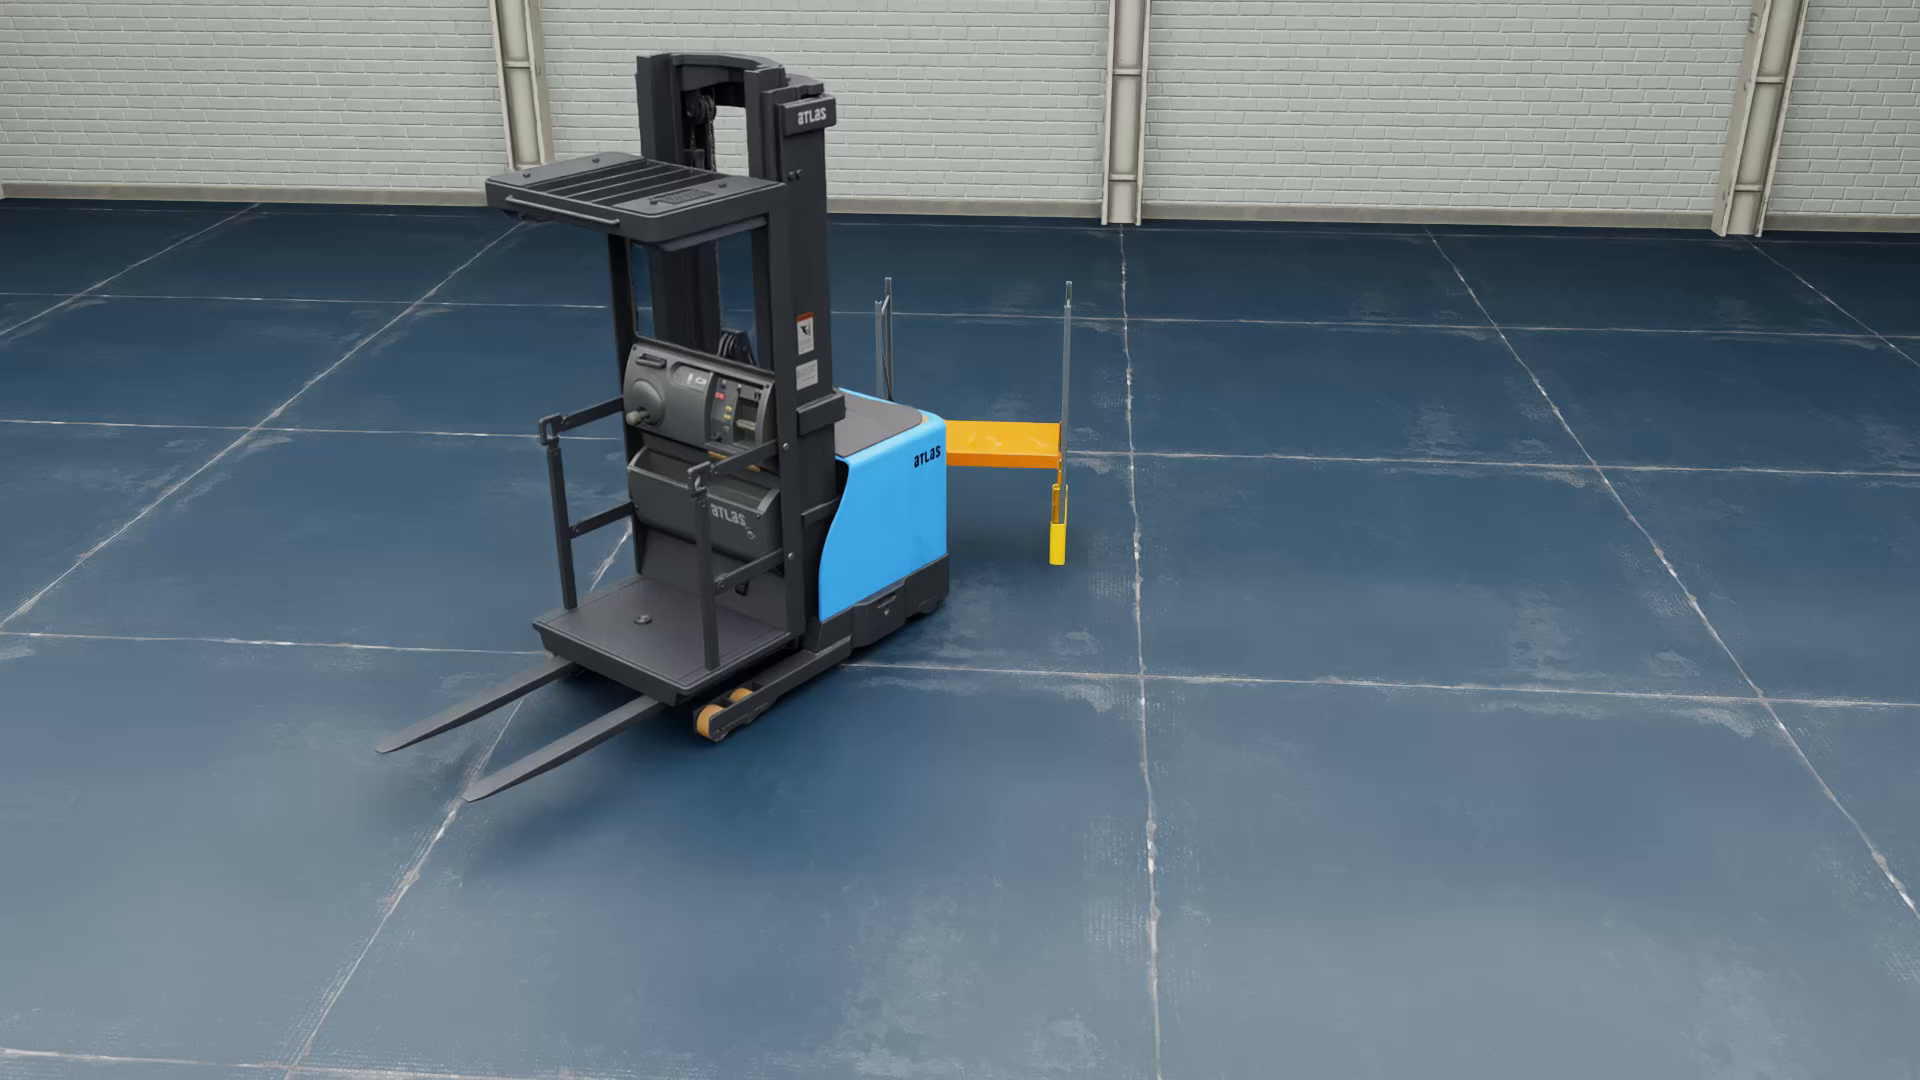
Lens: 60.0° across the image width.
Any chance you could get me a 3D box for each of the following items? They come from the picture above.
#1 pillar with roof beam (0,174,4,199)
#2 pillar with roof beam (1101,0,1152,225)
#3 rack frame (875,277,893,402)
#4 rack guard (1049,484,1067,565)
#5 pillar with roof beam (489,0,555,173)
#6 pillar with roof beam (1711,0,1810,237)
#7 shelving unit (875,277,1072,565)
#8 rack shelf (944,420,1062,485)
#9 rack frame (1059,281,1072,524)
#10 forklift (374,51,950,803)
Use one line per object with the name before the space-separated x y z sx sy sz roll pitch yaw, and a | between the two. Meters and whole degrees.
pillar with roof beam | -10.676 -5.884 11.772 0.400 9.000 9.100 2 25 4
pillar with roof beam | 1.289 -5.500 10.937 0.400 9.000 9.100 2 25 4
rack frame | -0.422 -0.695 9.466 0.032 1.500 0.500 2 25 4
rack guard | 0.573 -0.095 9.658 0.087 0.250 0.587 2 25 4
pillar with roof beam | -4.694 -5.692 11.354 0.400 9.000 9.100 2 25 4
pillar with roof beam | 7.271 -5.308 10.520 0.400 9.000 9.100 2 25 4
shelving unit | 0.076 -0.679 9.431 1.083 1.500 0.587 2 25 4
rack shelf | 0.085 -0.515 9.506 1.000 0.185 0.538 2 25 4
rack frame | 0.592 -0.662 9.395 0.032 1.500 0.500 2 25 4
forklift | -1.359 -0.632 7.617 1.130 2.935 3.031 18 30 34
